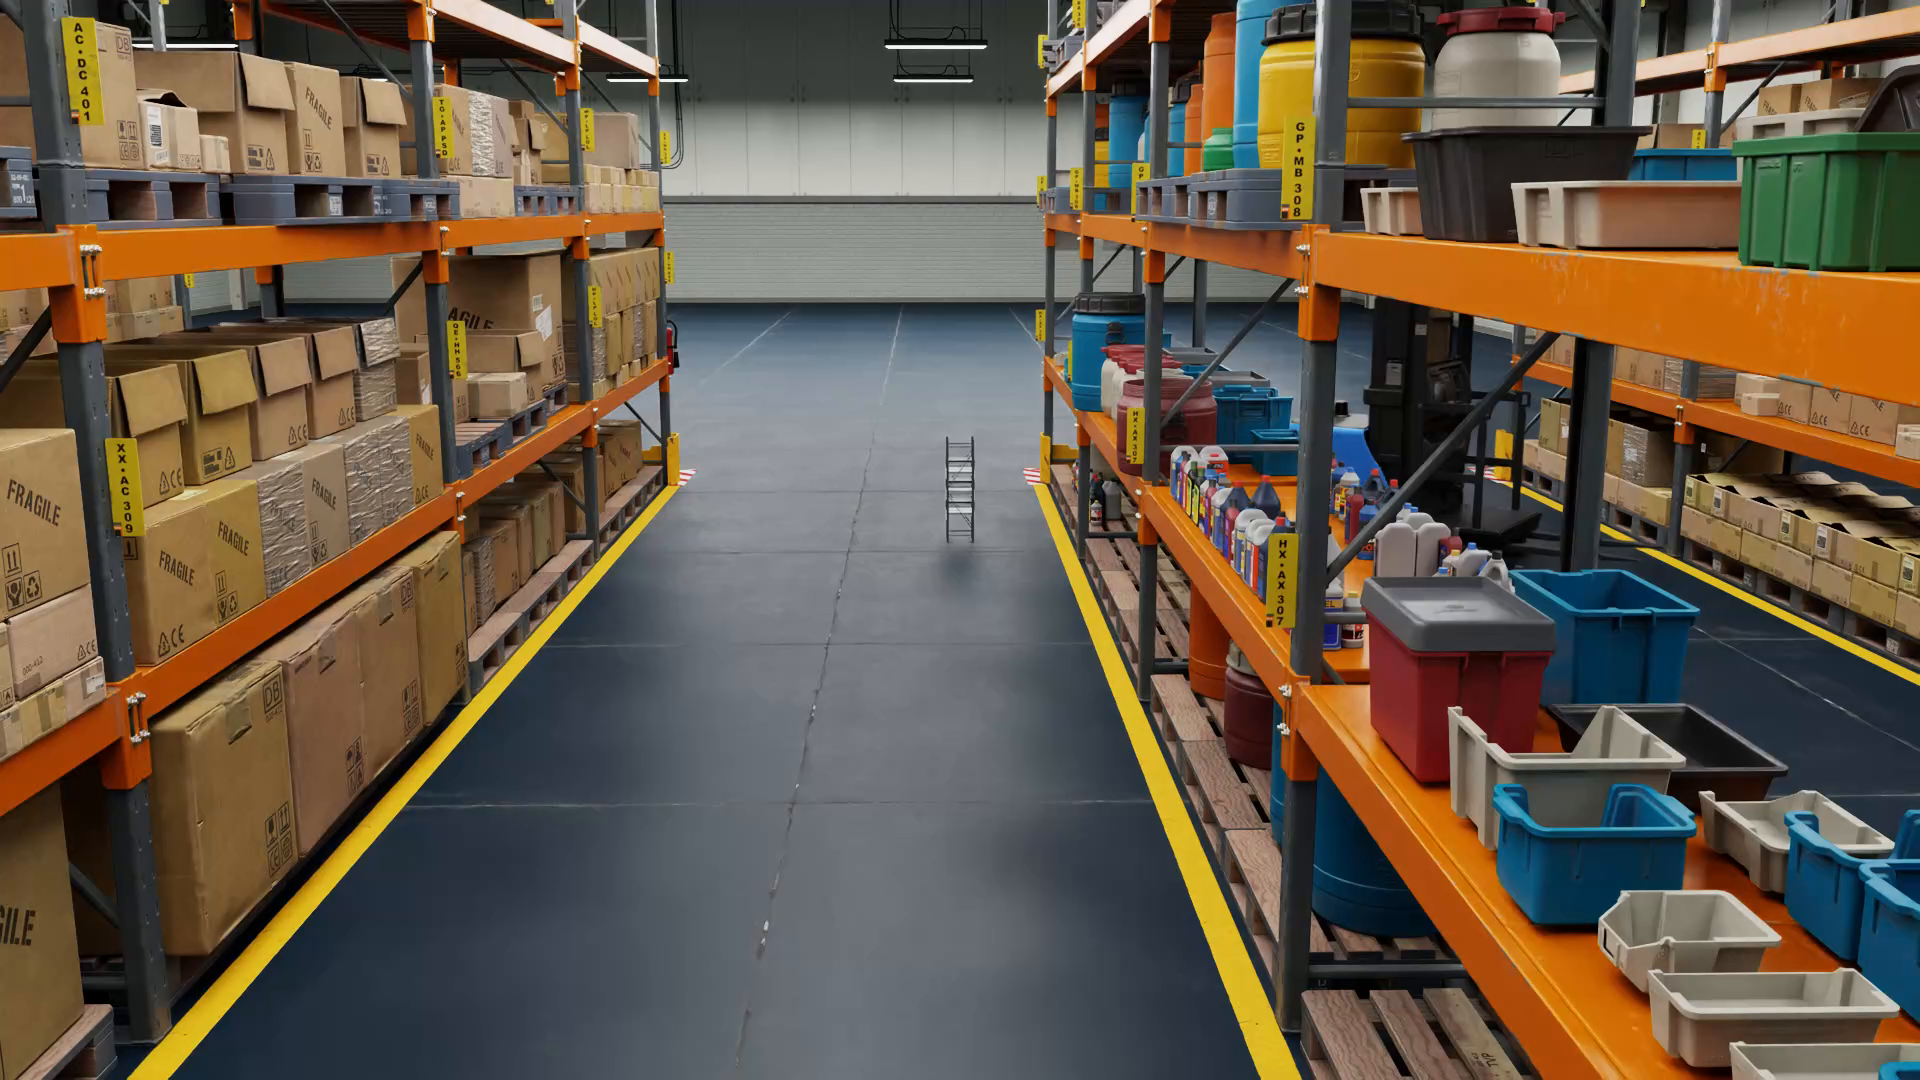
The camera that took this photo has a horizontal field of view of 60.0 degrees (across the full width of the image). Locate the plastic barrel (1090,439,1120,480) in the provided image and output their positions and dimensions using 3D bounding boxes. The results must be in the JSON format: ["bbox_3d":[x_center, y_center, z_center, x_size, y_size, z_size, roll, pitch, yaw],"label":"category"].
[{"bbox_3d":[1.494,-0.869,16.501,0.421,0.512,0.421,0,11,0],"label":"plastic barrel"}]

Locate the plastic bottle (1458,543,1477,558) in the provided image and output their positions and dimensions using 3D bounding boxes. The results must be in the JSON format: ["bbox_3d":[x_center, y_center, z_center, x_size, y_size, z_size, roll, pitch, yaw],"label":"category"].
[{"bbox_3d":[2.030,0.146,6.619,0.097,0.271,0.097,0,11,0],"label":"plastic bottle"}]

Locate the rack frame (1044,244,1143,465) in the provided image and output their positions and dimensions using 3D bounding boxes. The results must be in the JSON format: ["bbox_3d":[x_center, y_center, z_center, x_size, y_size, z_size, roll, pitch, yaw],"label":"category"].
[{"bbox_3d":[1.393,-2.113,17.430,1.000,3.000,0.127,0,11,-1],"label":"rack frame"}]

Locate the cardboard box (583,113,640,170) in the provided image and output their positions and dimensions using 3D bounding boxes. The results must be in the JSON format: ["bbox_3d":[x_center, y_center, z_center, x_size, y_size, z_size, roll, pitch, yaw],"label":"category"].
[{"bbox_3d":[-3.274,-3.695,15.429,0.500,0.500,0.500,0,11,-1],"label":"cardboard box"}]

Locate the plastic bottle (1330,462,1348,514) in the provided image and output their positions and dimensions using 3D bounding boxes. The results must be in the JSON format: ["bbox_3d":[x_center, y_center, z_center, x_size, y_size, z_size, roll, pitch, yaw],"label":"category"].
[{"bbox_3d":[1.986,-0.273,8.686,0.097,0.271,0.097,0,11,0],"label":"plastic bottle"}]

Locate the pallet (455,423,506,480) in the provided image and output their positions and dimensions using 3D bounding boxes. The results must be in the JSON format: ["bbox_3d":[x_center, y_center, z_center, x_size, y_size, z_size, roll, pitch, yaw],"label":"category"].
[{"bbox_3d":[-3.515,-0.550,10.206,1.213,0.211,1.003,0,11,-1],"label":"pallet"}]

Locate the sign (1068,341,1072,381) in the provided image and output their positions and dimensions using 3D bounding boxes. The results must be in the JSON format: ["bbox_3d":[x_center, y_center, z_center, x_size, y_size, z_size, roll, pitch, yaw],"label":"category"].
[{"bbox_3d":[0.926,-1.453,13.483,0.100,0.325,0.005,0,11,-1],"label":"sign"}]

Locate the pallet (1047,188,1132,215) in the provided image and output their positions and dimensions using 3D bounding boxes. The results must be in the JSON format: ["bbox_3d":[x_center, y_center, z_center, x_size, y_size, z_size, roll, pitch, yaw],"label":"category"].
[{"bbox_3d":[1.363,-2.838,13.936,1.213,0.211,1.003,0,11,-1],"label":"pallet"}]

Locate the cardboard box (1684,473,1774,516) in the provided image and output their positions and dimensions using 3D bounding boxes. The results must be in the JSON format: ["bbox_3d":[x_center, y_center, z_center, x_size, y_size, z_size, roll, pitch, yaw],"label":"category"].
[{"bbox_3d":[6.188,-0.387,13.373,0.500,0.311,0.500,0,11,-1],"label":"cardboard box"}]

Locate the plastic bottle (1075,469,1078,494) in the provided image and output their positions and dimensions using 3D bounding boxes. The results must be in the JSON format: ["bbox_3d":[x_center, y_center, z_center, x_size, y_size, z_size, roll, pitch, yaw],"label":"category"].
[{"bbox_3d":[1.126,-0.562,15.539,0.097,0.271,0.097,0,11,0],"label":"plastic bottle"}]

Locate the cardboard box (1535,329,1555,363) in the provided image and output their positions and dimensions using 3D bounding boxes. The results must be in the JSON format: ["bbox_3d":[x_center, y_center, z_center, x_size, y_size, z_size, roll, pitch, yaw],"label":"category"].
[{"bbox_3d":[6.342,-2.089,17.059,0.700,0.500,0.500,0,11,-1],"label":"cardboard box"}]

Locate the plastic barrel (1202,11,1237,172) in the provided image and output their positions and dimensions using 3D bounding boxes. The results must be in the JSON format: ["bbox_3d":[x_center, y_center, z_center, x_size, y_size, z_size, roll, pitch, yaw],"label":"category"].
[{"bbox_3d":[1.567,-2.296,8.652,0.600,0.830,0.708,0,11,-1],"label":"plastic barrel"}]

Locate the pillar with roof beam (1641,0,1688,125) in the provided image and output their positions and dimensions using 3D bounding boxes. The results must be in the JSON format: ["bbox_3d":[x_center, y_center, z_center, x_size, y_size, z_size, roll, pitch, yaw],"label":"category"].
[{"bbox_3d":[7.625,-7.326,28.037,9.100,9.000,0.548,0,11,-1],"label":"pillar with roof beam"}]

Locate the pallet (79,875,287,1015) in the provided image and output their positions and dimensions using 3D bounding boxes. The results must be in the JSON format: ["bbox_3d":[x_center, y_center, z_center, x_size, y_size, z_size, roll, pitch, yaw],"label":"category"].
[{"bbox_3d":[-3.402,1.506,6.604,1.003,0.211,1.213,0,11,-1],"label":"pallet"}]

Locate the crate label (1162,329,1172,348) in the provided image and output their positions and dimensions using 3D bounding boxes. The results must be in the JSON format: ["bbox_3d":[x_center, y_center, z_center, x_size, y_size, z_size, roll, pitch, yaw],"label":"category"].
[{"bbox_3d":[1.702,-1.766,15.629,0.502,0.435,0.616,0,11,-1],"label":"crate label"}]

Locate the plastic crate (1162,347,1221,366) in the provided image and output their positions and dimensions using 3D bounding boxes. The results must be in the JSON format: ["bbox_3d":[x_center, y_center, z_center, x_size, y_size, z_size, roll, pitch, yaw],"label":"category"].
[{"bbox_3d":[1.792,-1.254,13.036,0.402,0.464,0.583,0,11,-1],"label":"plastic crate"}]

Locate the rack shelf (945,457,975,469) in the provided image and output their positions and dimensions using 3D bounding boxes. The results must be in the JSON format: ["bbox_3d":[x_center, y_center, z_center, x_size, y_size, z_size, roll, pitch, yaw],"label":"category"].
[{"bbox_3d":[0.000,-0.671,14.415,0.258,0.077,0.200,0,11,-1],"label":"rack shelf"}]

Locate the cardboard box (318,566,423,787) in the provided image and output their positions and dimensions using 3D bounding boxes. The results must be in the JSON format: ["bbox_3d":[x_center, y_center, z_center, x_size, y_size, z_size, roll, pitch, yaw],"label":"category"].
[{"bbox_3d":[-3.389,0.648,8.110,1.225,0.875,0.875,0,11,-1],"label":"cardboard box"}]

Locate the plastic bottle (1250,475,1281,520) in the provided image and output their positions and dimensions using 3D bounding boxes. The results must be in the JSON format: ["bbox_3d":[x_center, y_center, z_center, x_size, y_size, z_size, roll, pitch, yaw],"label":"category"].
[{"bbox_3d":[1.422,-0.131,7.785,0.144,0.351,0.185,0,11,-1],"label":"plastic bottle"}]

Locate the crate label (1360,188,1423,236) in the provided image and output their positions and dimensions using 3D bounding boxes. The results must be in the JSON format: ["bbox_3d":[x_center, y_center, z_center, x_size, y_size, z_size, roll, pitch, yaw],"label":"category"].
[{"bbox_3d":[1.362,-0.970,4.915,0.293,0.136,0.466,0,11,-1],"label":"crate label"}]

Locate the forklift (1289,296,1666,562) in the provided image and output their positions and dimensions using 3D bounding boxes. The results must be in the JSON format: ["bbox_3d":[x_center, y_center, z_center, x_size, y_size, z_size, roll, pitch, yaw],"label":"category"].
[{"bbox_3d":[4.170,-1.286,13.526,3.031,2.935,1.130,8,14,35],"label":"forklift"}]

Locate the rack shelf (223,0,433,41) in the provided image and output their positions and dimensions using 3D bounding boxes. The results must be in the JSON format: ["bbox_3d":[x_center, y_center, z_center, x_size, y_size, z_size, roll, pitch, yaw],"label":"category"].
[{"bbox_3d":[-3.352,-2.496,7.046,1.077,0.370,4.000,0,11,-1],"label":"rack shelf"}]

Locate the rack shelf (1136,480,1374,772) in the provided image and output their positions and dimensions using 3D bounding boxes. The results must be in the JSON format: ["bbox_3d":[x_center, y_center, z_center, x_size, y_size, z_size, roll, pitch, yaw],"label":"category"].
[{"bbox_3d":[1.600,0.227,7.703,1.077,0.370,4.000,0,11,-1],"label":"rack shelf"}]

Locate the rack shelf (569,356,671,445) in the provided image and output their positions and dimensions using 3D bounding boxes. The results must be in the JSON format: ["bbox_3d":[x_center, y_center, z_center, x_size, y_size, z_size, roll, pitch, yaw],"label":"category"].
[{"bbox_3d":[-3.517,-1.343,15.442,1.077,0.370,4.000,0,11,-1],"label":"rack shelf"}]

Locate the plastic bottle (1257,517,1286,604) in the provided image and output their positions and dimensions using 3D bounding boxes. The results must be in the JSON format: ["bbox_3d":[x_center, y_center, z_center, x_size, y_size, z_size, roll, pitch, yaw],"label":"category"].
[{"bbox_3d":[1.291,0.078,6.752,0.144,0.351,0.185,0,11,-1],"label":"plastic bottle"}]

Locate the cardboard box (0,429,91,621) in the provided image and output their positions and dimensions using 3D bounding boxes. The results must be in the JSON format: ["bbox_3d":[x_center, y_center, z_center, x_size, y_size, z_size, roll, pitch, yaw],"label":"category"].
[{"bbox_3d":[-3.034,-0.057,5.038,0.500,0.500,0.500,0,11,0],"label":"cardboard box"}]

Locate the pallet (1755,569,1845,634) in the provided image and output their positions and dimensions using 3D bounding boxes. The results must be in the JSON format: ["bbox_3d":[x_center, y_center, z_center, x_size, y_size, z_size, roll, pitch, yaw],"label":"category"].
[{"bbox_3d":[6.511,0.419,11.965,1.003,0.211,1.213,0,11,-1],"label":"pallet"}]

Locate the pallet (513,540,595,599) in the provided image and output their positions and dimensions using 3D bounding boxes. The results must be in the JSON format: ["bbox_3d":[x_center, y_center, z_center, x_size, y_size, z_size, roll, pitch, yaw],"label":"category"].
[{"bbox_3d":[-3.458,0.224,12.925,1.003,0.211,1.213,0,11,-1],"label":"pallet"}]

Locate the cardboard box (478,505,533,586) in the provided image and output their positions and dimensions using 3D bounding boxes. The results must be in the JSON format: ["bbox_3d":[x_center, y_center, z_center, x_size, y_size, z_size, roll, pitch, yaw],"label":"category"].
[{"bbox_3d":[-3.482,0.040,11.997,0.700,0.500,0.500,-1,12,-6],"label":"cardboard box"}]

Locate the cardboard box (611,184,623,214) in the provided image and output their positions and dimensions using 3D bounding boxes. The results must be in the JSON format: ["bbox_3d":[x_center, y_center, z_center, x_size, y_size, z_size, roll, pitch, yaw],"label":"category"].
[{"bbox_3d":[-3.245,-2.989,14.579,0.500,0.250,0.500,-1,11,-3],"label":"cardboard box"}]

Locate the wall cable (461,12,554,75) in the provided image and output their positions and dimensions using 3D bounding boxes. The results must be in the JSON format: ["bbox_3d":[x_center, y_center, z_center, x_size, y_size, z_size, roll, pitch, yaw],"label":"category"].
[{"bbox_3d":[-12.876,-14.590,47.508,3.097,2.526,0.112,0,11,-1],"label":"wall cable"}]

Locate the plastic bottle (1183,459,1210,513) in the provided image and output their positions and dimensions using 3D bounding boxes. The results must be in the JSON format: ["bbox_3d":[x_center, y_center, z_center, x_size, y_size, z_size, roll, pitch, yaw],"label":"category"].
[{"bbox_3d":[1.254,-0.283,8.720,0.152,0.276,0.135,0,11,-1],"label":"plastic bottle"}]

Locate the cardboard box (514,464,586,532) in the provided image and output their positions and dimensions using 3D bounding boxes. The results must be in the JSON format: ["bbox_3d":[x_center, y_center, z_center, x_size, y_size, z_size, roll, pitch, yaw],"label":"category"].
[{"bbox_3d":[-3.444,-0.358,14.010,0.500,0.500,0.500,-1,11,-3],"label":"cardboard box"}]

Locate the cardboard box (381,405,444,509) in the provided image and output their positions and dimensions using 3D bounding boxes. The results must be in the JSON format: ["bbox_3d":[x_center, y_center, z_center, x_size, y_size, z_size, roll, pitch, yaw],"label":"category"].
[{"bbox_3d":[-3.135,-0.454,9.003,0.500,0.500,0.500,0,11,1],"label":"cardboard box"}]

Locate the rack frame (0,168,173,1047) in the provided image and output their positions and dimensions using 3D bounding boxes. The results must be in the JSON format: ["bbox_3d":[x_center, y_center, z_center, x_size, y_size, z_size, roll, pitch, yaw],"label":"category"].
[{"bbox_3d":[-3.311,0.293,5.572,1.000,3.000,0.127,0,11,-1],"label":"rack frame"}]

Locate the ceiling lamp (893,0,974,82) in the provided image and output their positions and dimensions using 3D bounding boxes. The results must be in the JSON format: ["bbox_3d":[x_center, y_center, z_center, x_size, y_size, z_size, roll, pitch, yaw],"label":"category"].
[{"bbox_3d":[-0.660,-12.964,41.145,2.000,3.185,0.800,0,11,-1],"label":"ceiling lamp"}]

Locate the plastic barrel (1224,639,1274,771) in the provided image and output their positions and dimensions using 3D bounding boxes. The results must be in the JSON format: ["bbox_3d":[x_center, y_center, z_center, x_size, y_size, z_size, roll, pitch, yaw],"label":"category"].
[{"bbox_3d":[1.609,0.775,8.204,0.600,0.588,0.708,0,11,-1],"label":"plastic barrel"}]

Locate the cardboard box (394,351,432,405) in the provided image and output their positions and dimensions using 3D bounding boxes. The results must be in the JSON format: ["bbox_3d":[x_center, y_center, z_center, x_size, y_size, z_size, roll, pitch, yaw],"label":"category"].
[{"bbox_3d":[-3.445,-0.864,9.968,0.500,0.500,0.500,-2,12,-8],"label":"cardboard box"}]

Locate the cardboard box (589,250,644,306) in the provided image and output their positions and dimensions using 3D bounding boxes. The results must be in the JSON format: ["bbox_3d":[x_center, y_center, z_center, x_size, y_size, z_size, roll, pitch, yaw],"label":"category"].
[{"bbox_3d":[-3.276,-2.470,15.677,0.500,0.500,0.500,0,11,-1],"label":"cardboard box"}]

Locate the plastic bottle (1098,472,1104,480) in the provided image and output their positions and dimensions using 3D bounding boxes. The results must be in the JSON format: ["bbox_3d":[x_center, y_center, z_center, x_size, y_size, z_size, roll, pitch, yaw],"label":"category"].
[{"bbox_3d":[1.271,-0.464,15.029,0.061,0.283,0.133,0,11,-1],"label":"plastic bottle"}]

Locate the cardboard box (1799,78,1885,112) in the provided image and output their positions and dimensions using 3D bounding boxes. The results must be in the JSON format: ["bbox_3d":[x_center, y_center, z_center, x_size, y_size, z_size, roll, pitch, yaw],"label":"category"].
[{"bbox_3d":[6.436,-3.071,12.045,0.500,0.500,0.500,1,12,4],"label":"cardboard box"}]

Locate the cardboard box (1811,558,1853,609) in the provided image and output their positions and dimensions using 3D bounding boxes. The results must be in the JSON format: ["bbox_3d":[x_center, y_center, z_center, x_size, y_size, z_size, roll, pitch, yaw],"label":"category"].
[{"bbox_3d":[6.235,0.293,11.428,0.500,0.250,0.500,0,11,0],"label":"cardboard box"}]

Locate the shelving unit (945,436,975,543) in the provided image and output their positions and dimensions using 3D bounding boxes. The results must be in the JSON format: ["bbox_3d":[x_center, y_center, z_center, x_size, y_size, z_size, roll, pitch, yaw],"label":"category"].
[{"bbox_3d":[0.000,-0.439,14.462,0.258,0.900,0.210,0,11,-1],"label":"shelving unit"}]

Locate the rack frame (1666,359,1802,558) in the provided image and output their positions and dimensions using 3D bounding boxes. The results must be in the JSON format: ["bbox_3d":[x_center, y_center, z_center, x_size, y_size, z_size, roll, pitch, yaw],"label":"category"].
[{"bbox_3d":[6.428,-1.337,13.607,1.000,3.000,0.127,0,11,-1],"label":"rack frame"}]

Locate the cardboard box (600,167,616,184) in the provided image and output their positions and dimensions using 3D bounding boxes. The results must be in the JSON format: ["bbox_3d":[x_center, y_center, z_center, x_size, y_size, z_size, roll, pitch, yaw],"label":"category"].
[{"bbox_3d":[-3.199,-3.164,14.440,0.380,0.149,0.250,0,11,-2],"label":"cardboard box"}]

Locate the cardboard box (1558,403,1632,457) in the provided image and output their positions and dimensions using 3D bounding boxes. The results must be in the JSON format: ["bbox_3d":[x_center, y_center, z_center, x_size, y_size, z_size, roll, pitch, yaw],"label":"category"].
[{"bbox_3d":[6.170,-1.052,16.174,0.500,0.500,0.500,0,11,-1],"label":"cardboard box"}]

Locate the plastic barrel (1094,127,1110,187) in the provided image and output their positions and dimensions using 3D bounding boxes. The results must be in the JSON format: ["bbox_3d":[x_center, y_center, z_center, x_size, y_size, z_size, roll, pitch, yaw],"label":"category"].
[{"bbox_3d":[1.544,-3.655,15.957,0.600,0.588,0.600,0,11,0],"label":"plastic barrel"}]

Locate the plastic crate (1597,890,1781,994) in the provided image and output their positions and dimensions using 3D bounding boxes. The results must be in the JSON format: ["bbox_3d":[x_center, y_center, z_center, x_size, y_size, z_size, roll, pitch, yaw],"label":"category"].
[{"bbox_3d":[1.480,0.834,3.415,0.298,0.136,0.250,0,11,-1],"label":"plastic crate"}]

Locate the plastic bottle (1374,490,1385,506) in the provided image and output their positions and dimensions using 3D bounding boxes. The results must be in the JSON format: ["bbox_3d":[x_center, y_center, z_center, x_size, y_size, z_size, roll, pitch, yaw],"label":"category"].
[{"bbox_3d":[1.963,-0.096,7.782,0.061,0.283,0.133,0,11,-1],"label":"plastic bottle"}]

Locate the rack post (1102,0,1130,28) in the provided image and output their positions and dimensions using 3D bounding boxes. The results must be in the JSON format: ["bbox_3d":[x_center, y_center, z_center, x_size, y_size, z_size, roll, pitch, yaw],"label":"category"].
[{"bbox_3d":[1.603,-3.965,10.967,1.013,1.000,3.121,0,11,-1],"label":"rack post"}]

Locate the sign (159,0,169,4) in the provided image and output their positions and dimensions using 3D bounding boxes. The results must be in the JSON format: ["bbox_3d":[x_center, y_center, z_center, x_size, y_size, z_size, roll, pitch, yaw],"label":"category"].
[{"bbox_3d":[-7.977,-5.528,16.628,0.100,0.325,0.005,0,11,-1],"label":"sign"}]

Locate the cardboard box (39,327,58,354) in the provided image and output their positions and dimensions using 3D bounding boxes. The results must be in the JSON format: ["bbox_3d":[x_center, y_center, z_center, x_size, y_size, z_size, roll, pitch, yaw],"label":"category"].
[{"bbox_3d":[-8.384,-1.661,14.825,0.875,0.550,0.550,0,11,-1],"label":"cardboard box"}]

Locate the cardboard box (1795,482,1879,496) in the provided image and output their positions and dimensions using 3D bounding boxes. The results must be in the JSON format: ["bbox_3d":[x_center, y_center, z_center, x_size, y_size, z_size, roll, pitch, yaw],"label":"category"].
[{"bbox_3d":[6.740,-0.288,12.883,0.500,0.311,0.500,0,11,0],"label":"cardboard box"}]

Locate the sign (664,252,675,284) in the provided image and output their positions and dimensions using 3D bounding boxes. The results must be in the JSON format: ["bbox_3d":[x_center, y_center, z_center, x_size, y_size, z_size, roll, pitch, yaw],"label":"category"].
[{"bbox_3d":[-3.003,-2.813,17.175,0.100,0.325,0.005,0,11,-1],"label":"sign"}]

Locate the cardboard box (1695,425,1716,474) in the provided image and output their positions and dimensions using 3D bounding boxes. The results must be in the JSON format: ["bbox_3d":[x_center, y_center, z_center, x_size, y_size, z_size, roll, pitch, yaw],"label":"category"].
[{"bbox_3d":[6.714,-0.756,14.715,0.500,0.500,0.500,0,11,-1],"label":"cardboard box"}]

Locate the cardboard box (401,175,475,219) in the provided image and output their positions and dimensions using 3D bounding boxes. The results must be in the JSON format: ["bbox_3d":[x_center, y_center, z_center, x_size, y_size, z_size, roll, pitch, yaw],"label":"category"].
[{"bbox_3d":[-3.149,-1.993,9.673,0.500,0.250,0.500,0,11,0],"label":"cardboard box"}]

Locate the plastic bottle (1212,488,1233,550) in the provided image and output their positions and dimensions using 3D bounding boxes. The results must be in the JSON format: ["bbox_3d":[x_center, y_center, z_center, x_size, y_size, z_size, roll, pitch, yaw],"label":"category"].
[{"bbox_3d":[1.273,-0.099,7.814,0.152,0.276,0.135,0,11,-1],"label":"plastic bottle"}]

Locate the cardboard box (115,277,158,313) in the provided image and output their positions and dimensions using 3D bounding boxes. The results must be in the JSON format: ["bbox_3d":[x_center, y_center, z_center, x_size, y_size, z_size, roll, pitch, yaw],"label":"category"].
[{"bbox_3d":[-8.447,-2.512,16.305,0.875,0.550,0.550,0,11,-1],"label":"cardboard box"}]
